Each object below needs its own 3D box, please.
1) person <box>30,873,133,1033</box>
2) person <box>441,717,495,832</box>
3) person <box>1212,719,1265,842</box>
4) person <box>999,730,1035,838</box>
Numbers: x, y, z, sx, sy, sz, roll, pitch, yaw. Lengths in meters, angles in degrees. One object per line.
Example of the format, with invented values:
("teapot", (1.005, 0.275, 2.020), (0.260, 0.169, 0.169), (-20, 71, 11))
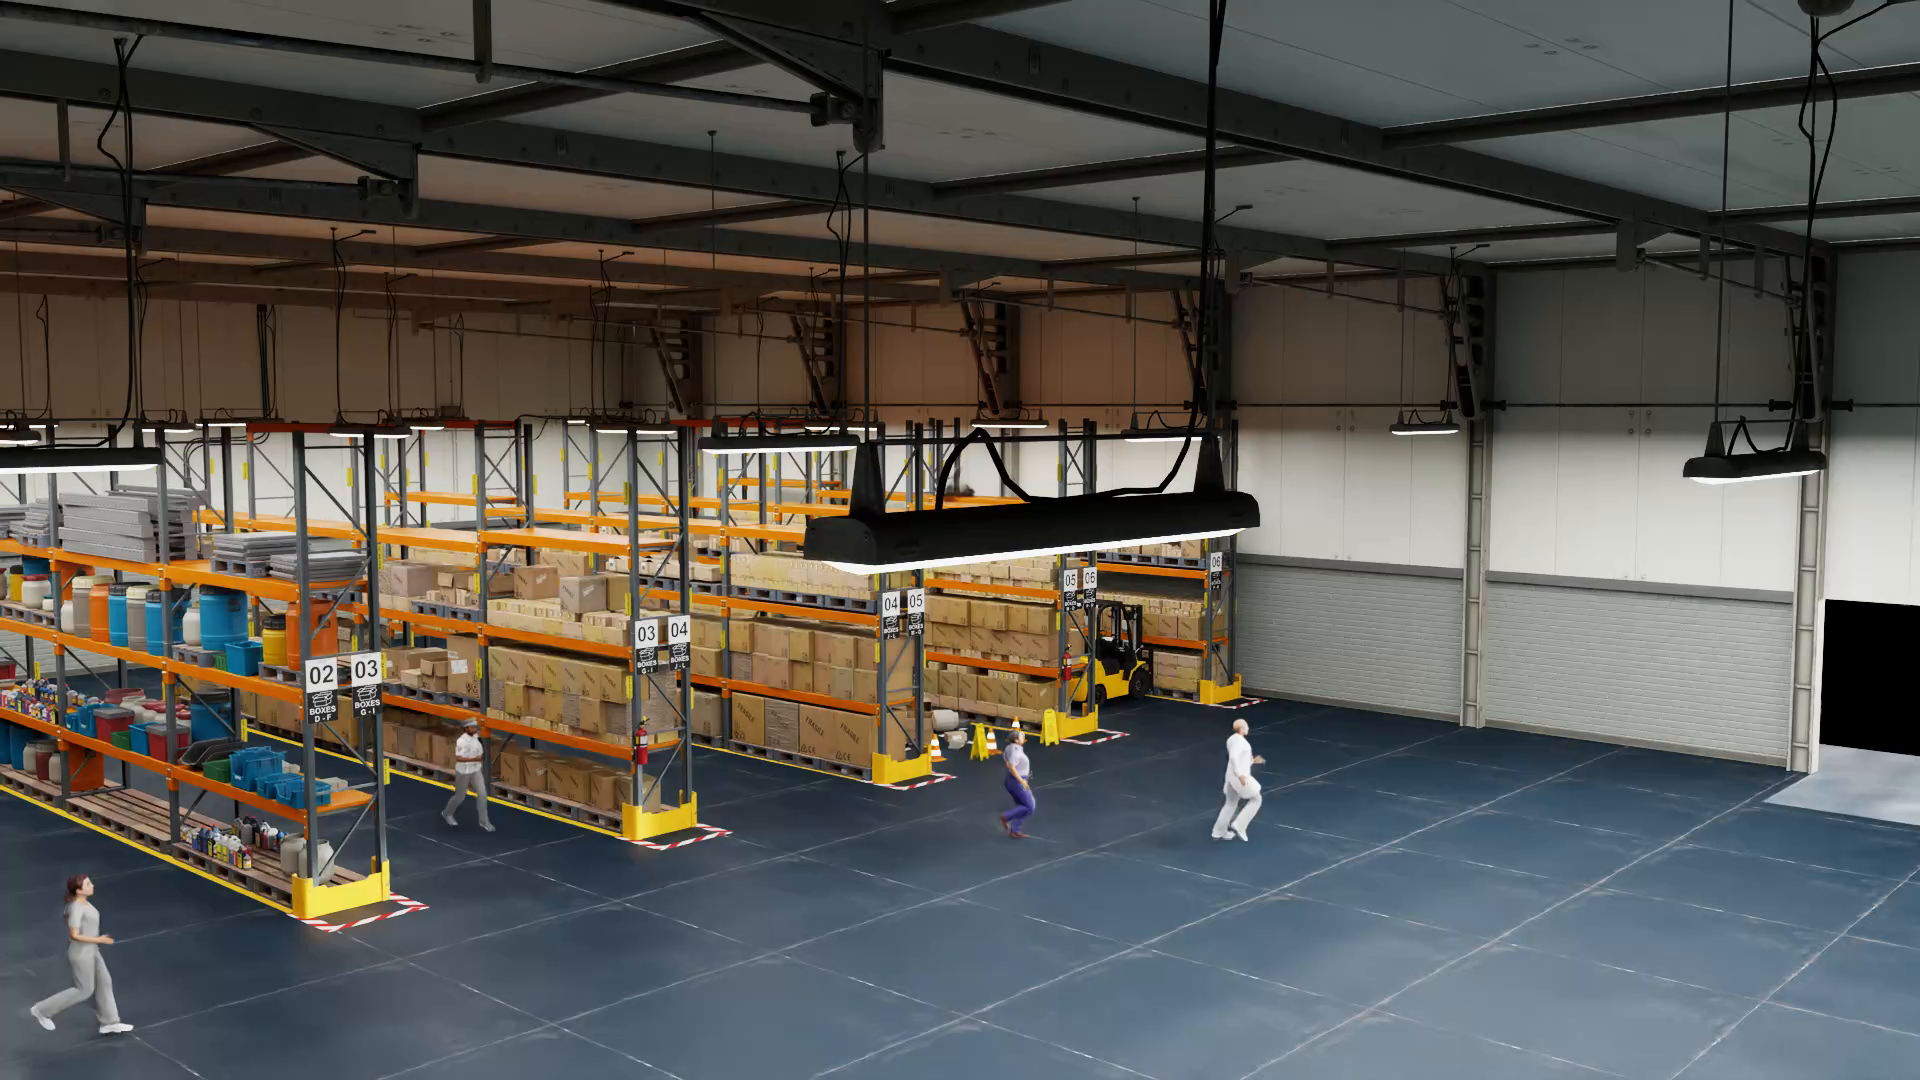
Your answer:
("person", (-8.777, 4.146, 16.596), (0.886, 1.661, 0.581), (-2, 5, -20))
("person", (-7.315, 3.463, 24.714), (0.861, 1.705, 0.539), (3, 5, 29))
("person", (4.058, 3.483, 24.083), (0.854, 1.785, 0.672), (-1, 5, -17))
("person", (0.807, 3.563, 24.250), (0.550, 1.607, 0.615), (-1, 5, -12))
